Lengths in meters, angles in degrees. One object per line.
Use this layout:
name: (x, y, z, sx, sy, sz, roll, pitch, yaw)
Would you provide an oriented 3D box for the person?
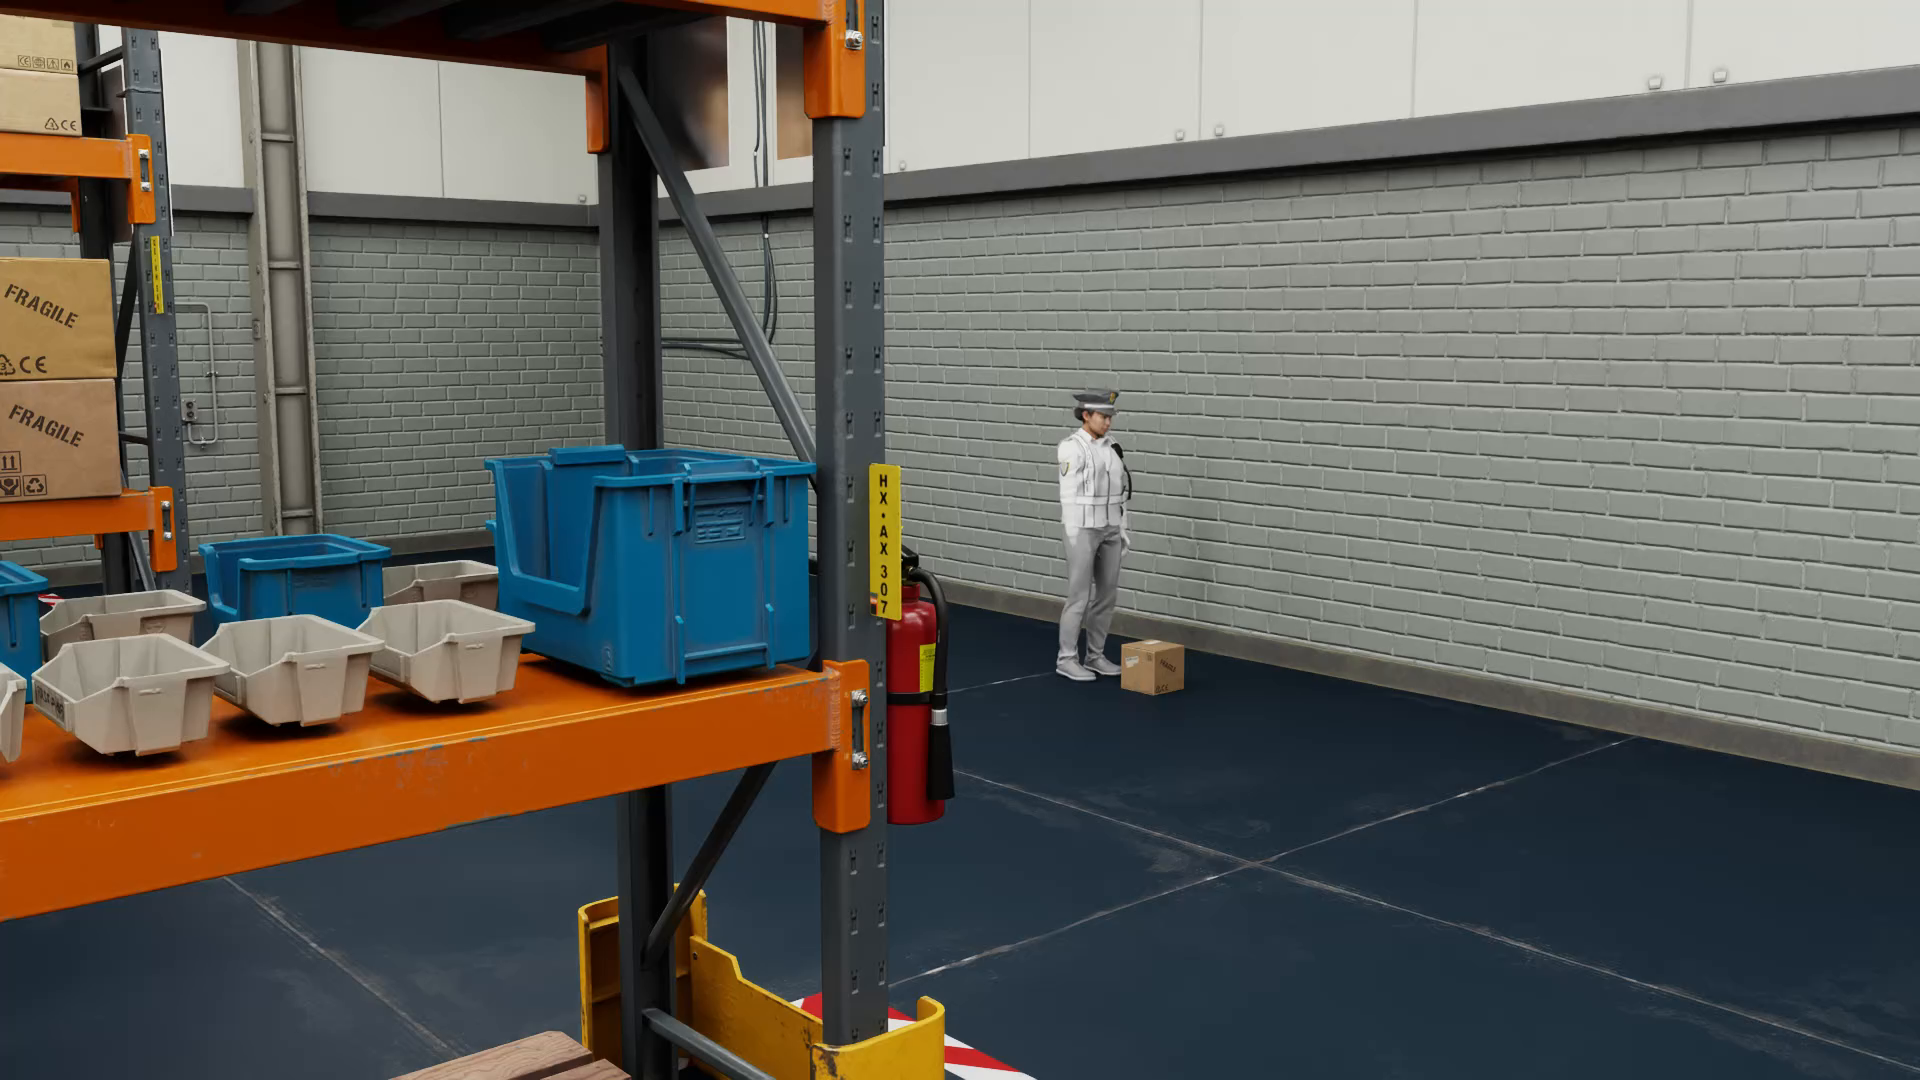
person: (0.780, -0.034, 9.568, 0.469, 1.663, 0.328, -6, 10, -40)
